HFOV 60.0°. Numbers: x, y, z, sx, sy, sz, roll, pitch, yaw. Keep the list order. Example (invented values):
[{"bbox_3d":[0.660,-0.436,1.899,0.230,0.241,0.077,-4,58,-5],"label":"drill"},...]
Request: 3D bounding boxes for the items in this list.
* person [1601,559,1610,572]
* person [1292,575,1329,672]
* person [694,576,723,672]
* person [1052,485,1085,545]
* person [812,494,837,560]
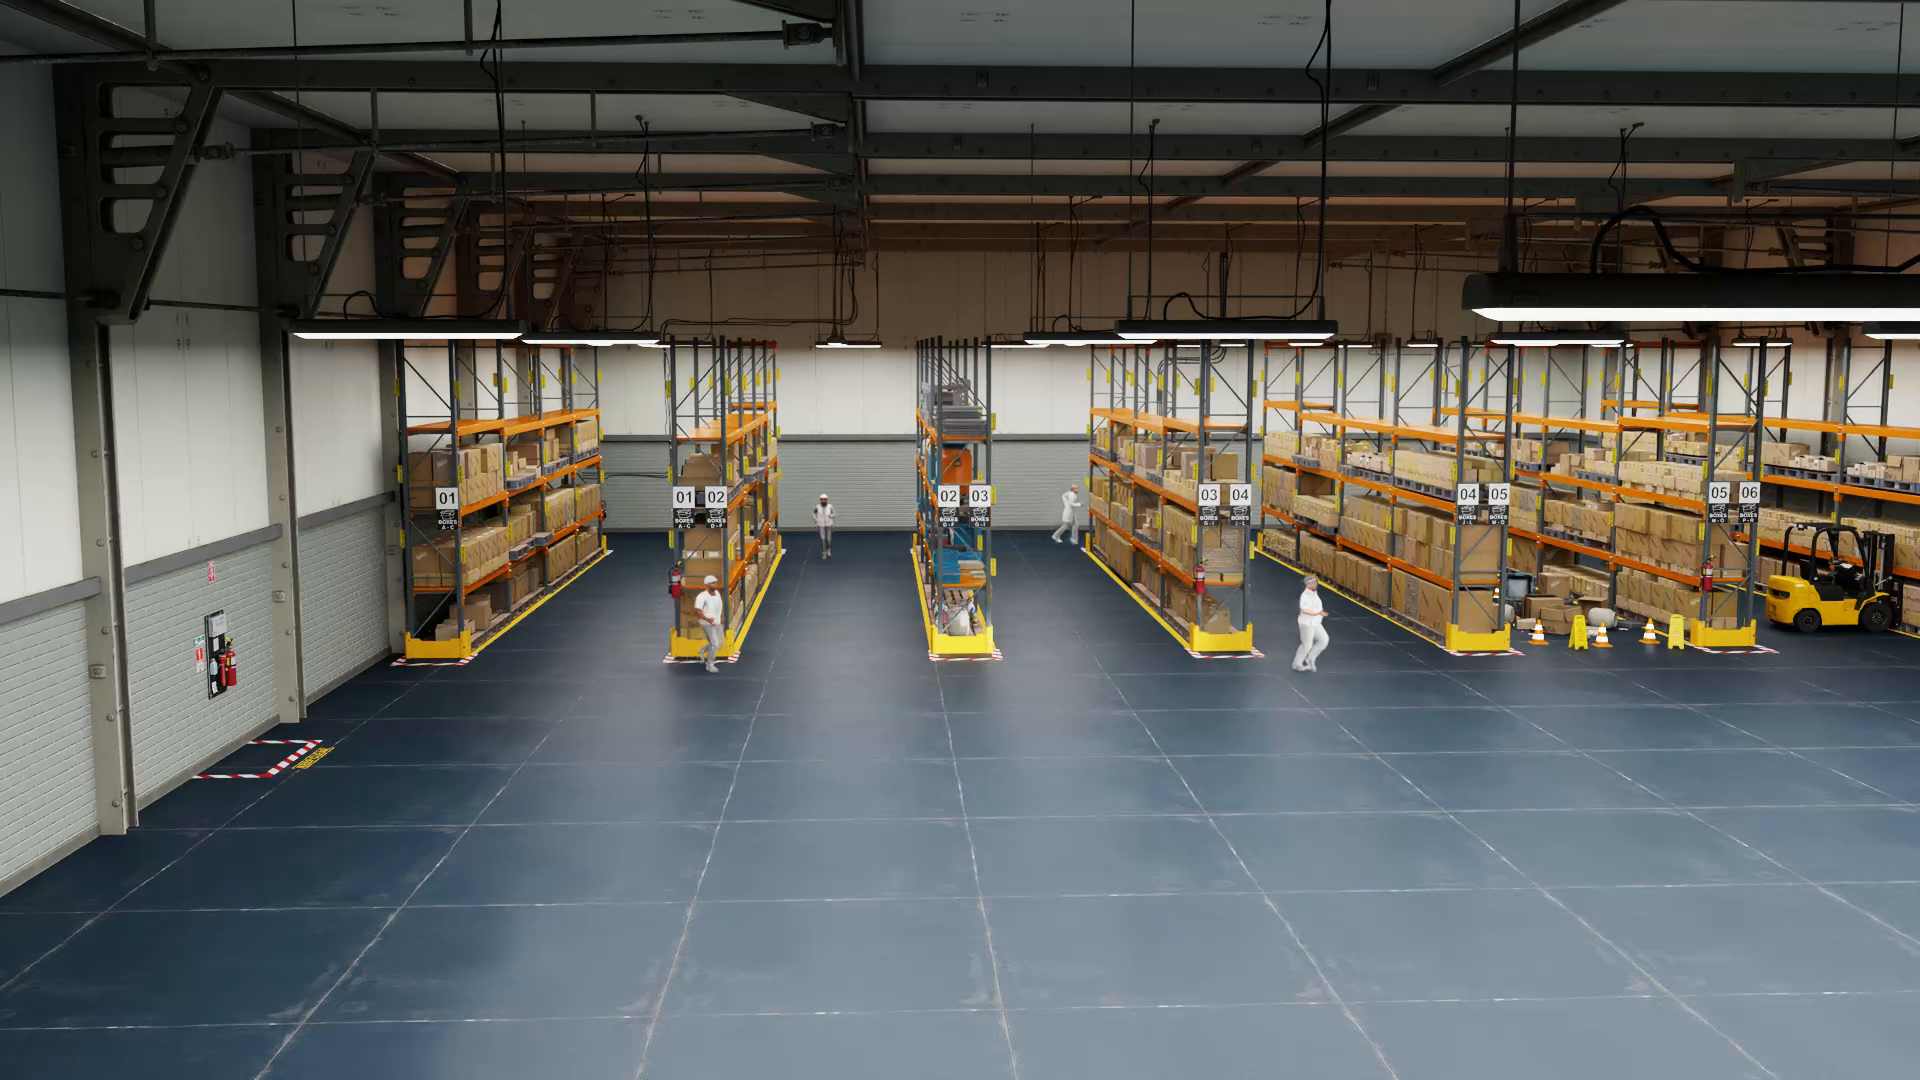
[{"bbox_3d":[16.100,0.166,41.092,0.652,1.683,0.489,-1,7,-9],"label":"person"},{"bbox_3d":[6.275,1.499,29.625,0.709,1.795,0.638,5,8,35],"label":"person"},{"bbox_3d":[-4.495,1.491,29.842,0.612,1.724,0.741,4,7,28],"label":"person"},{"bbox_3d":[3.202,-0.716,49.251,0.982,1.858,0.708,1,7,9],"label":"person"},{"bbox_3d":[-3.744,-0.378,45.976,0.667,1.808,0.839,-1,7,-10],"label":"person"}]
